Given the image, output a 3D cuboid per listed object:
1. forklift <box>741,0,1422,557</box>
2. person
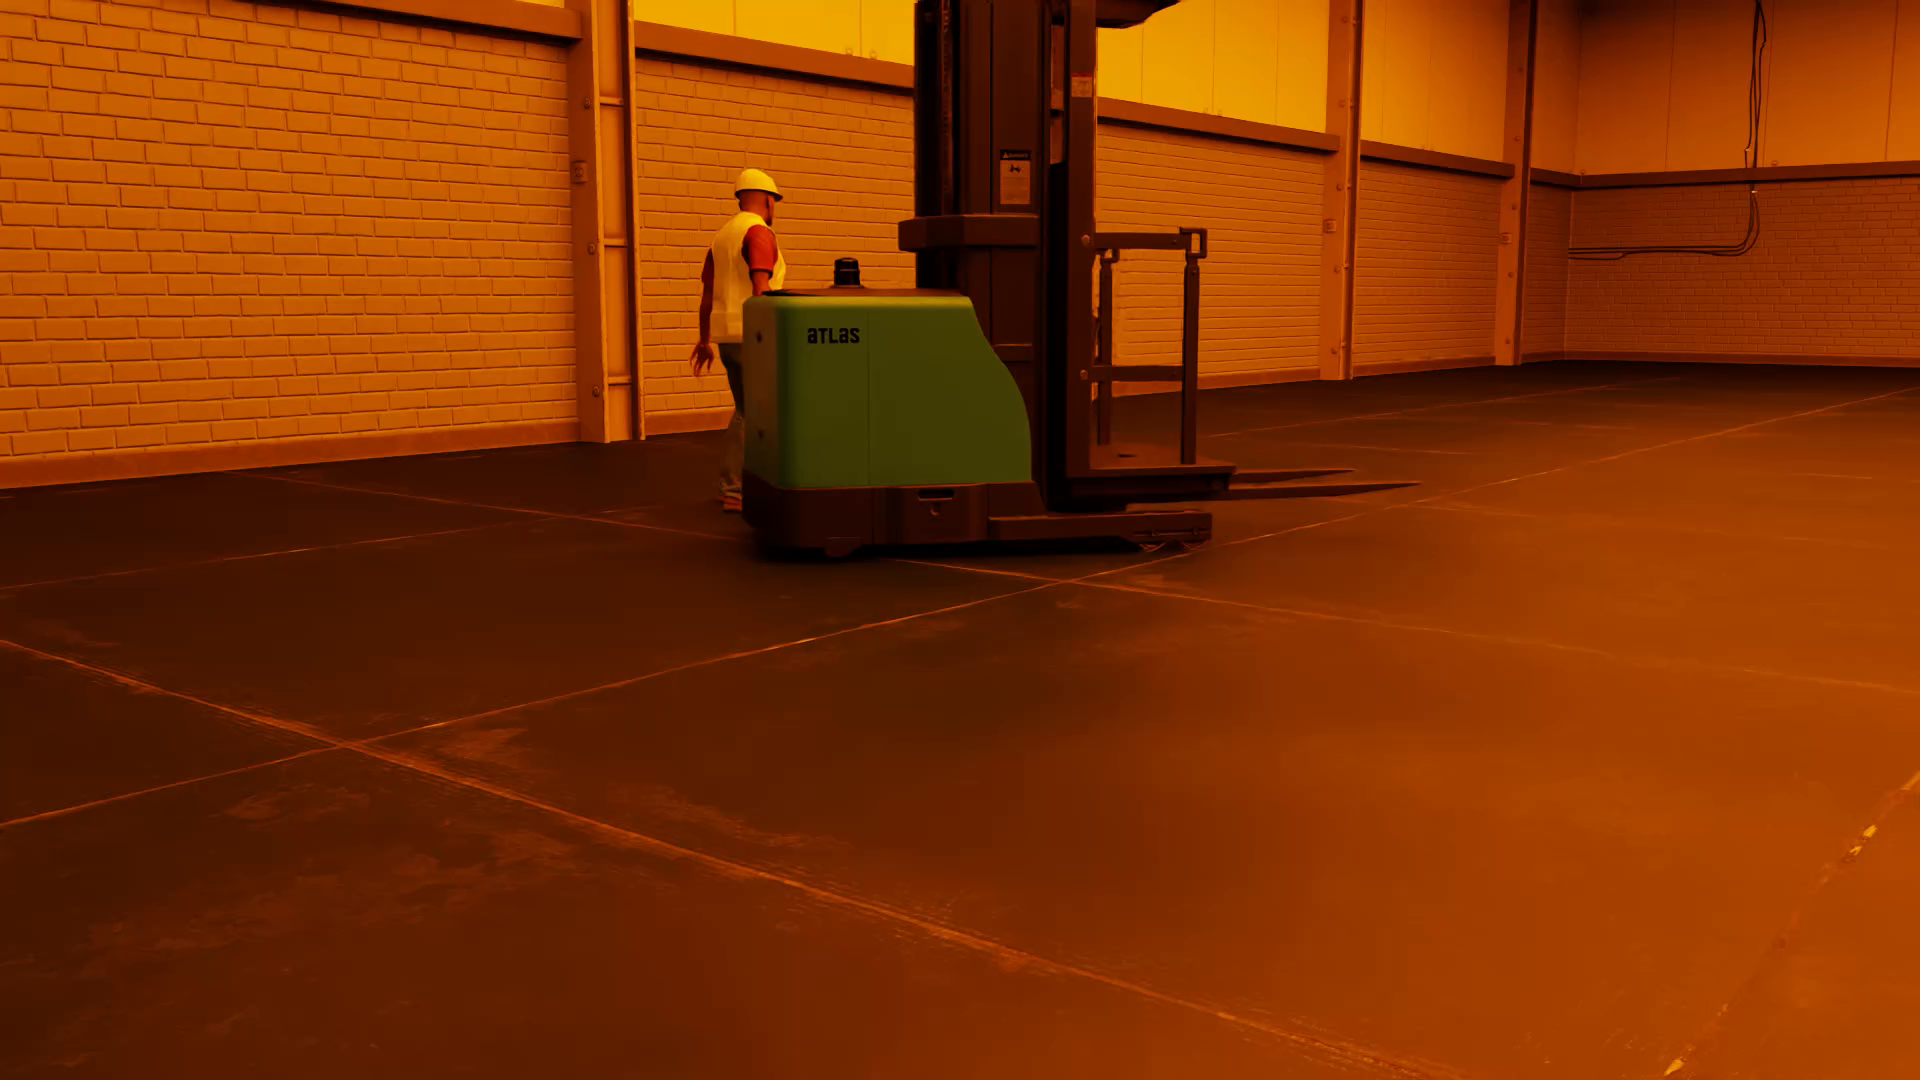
[{"bbox_3d":[0.585,-1.477,7.373,3.031,2.935,1.130,-2,9,-16],"label":"forklift"},{"bbox_3d":[-1.067,-1.020,8.491,0.472,1.733,0.883,-5,10,-31],"label":"person"}]
